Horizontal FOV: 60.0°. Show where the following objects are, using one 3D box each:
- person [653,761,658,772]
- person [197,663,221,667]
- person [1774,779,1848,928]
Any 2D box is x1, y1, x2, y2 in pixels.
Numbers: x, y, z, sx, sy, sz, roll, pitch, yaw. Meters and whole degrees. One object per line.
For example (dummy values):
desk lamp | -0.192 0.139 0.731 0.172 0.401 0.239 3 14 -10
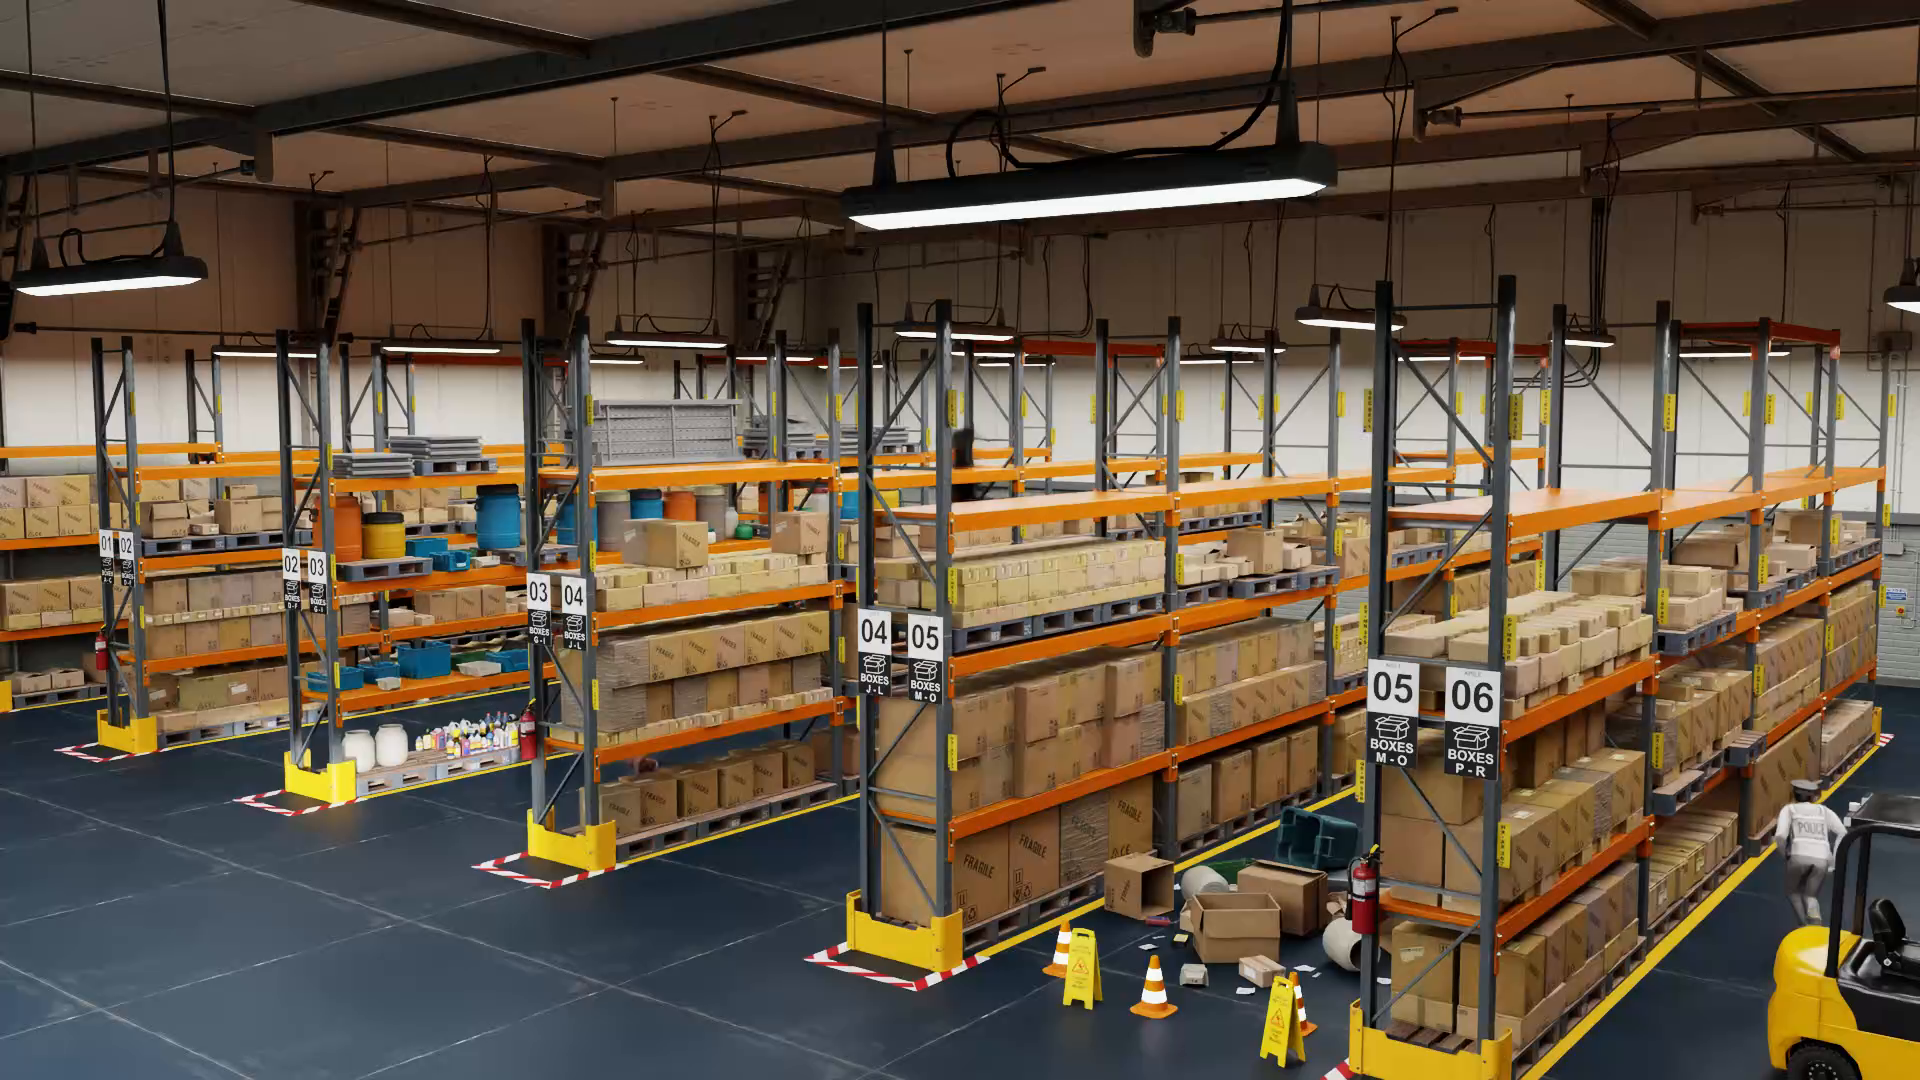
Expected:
person | -0.122 2.468 21.888 7.703 1.608 4.141 2 5 23
person | -12.220 1.955 26.995 0.626 1.726 1.008 3 6 33
person | 8.043 3.076 15.708 0.632 1.479 0.891 1 5 16
